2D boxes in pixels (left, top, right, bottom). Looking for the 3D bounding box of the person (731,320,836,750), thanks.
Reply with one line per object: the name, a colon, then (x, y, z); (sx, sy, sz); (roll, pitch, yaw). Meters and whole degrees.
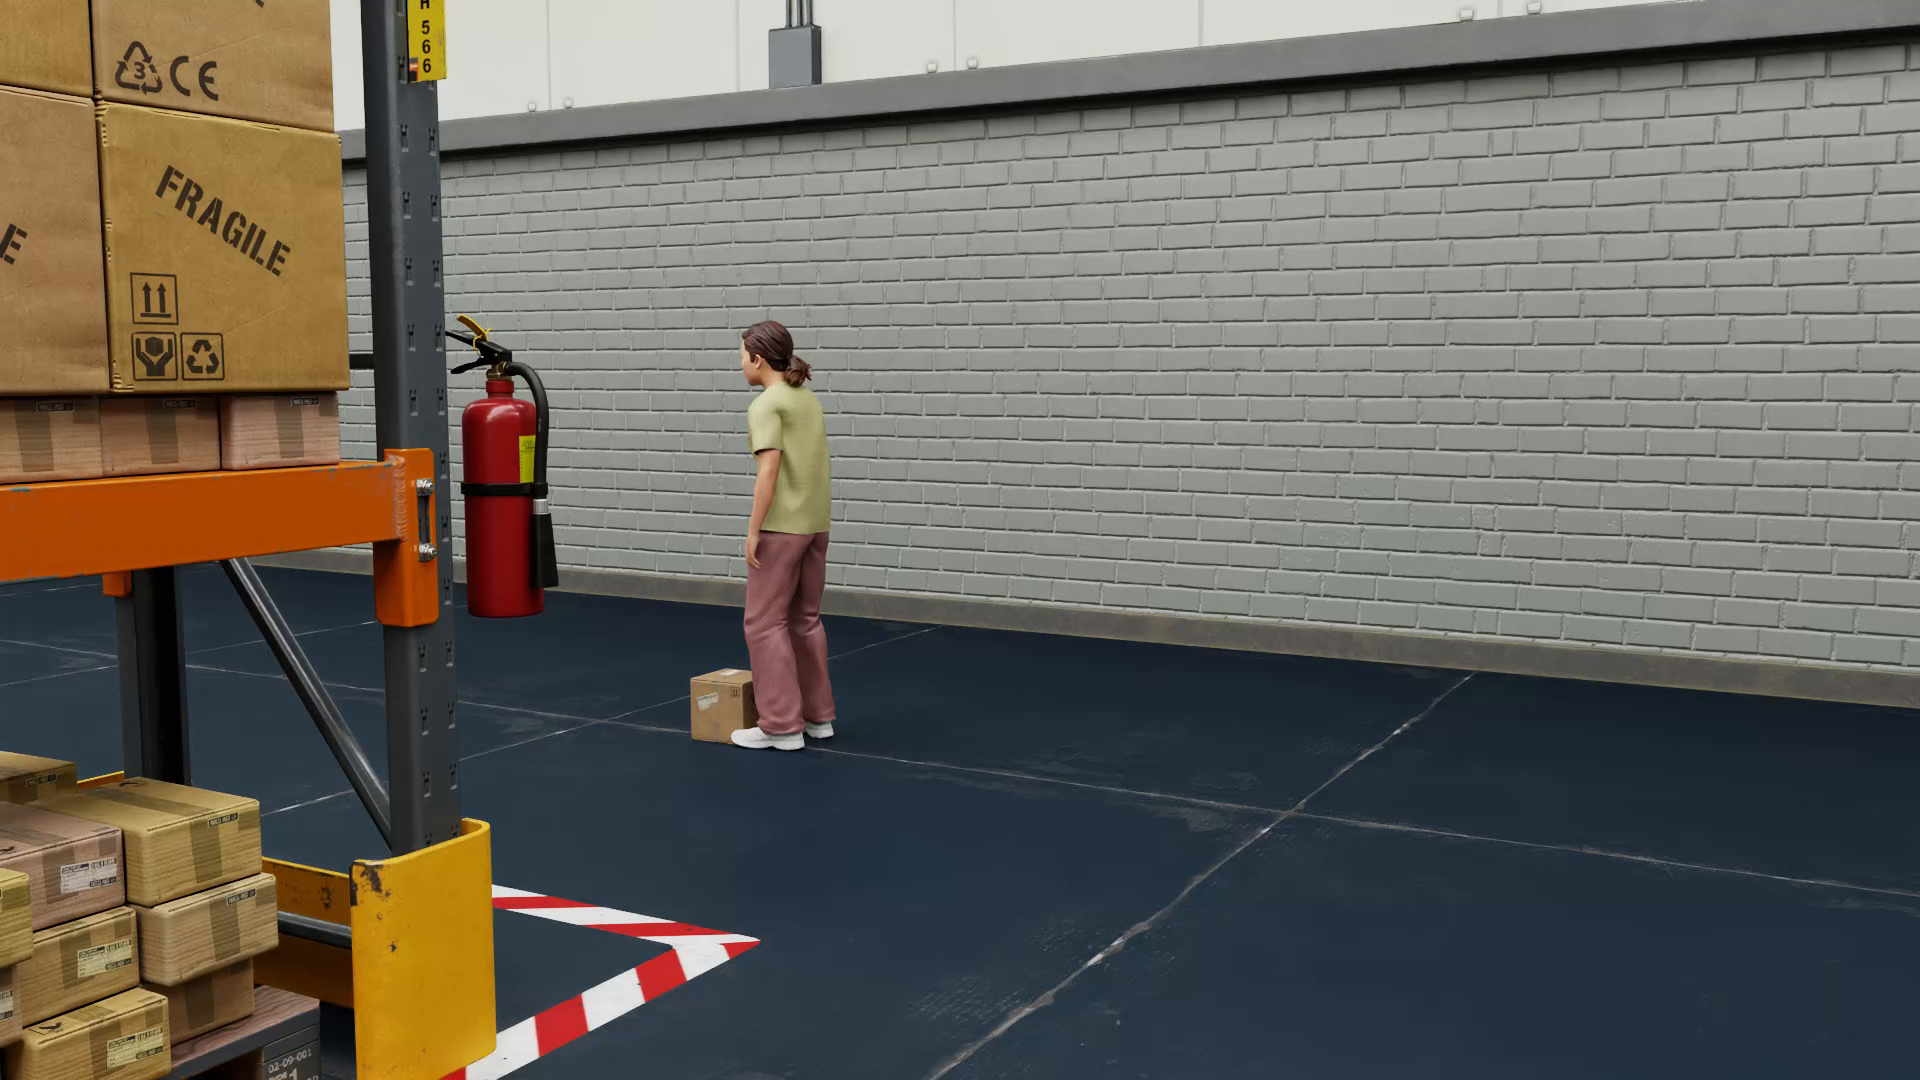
person: (-0.695, -0.022, 6.543); (0.356, 1.672, 0.521); (3, 7, 25)
